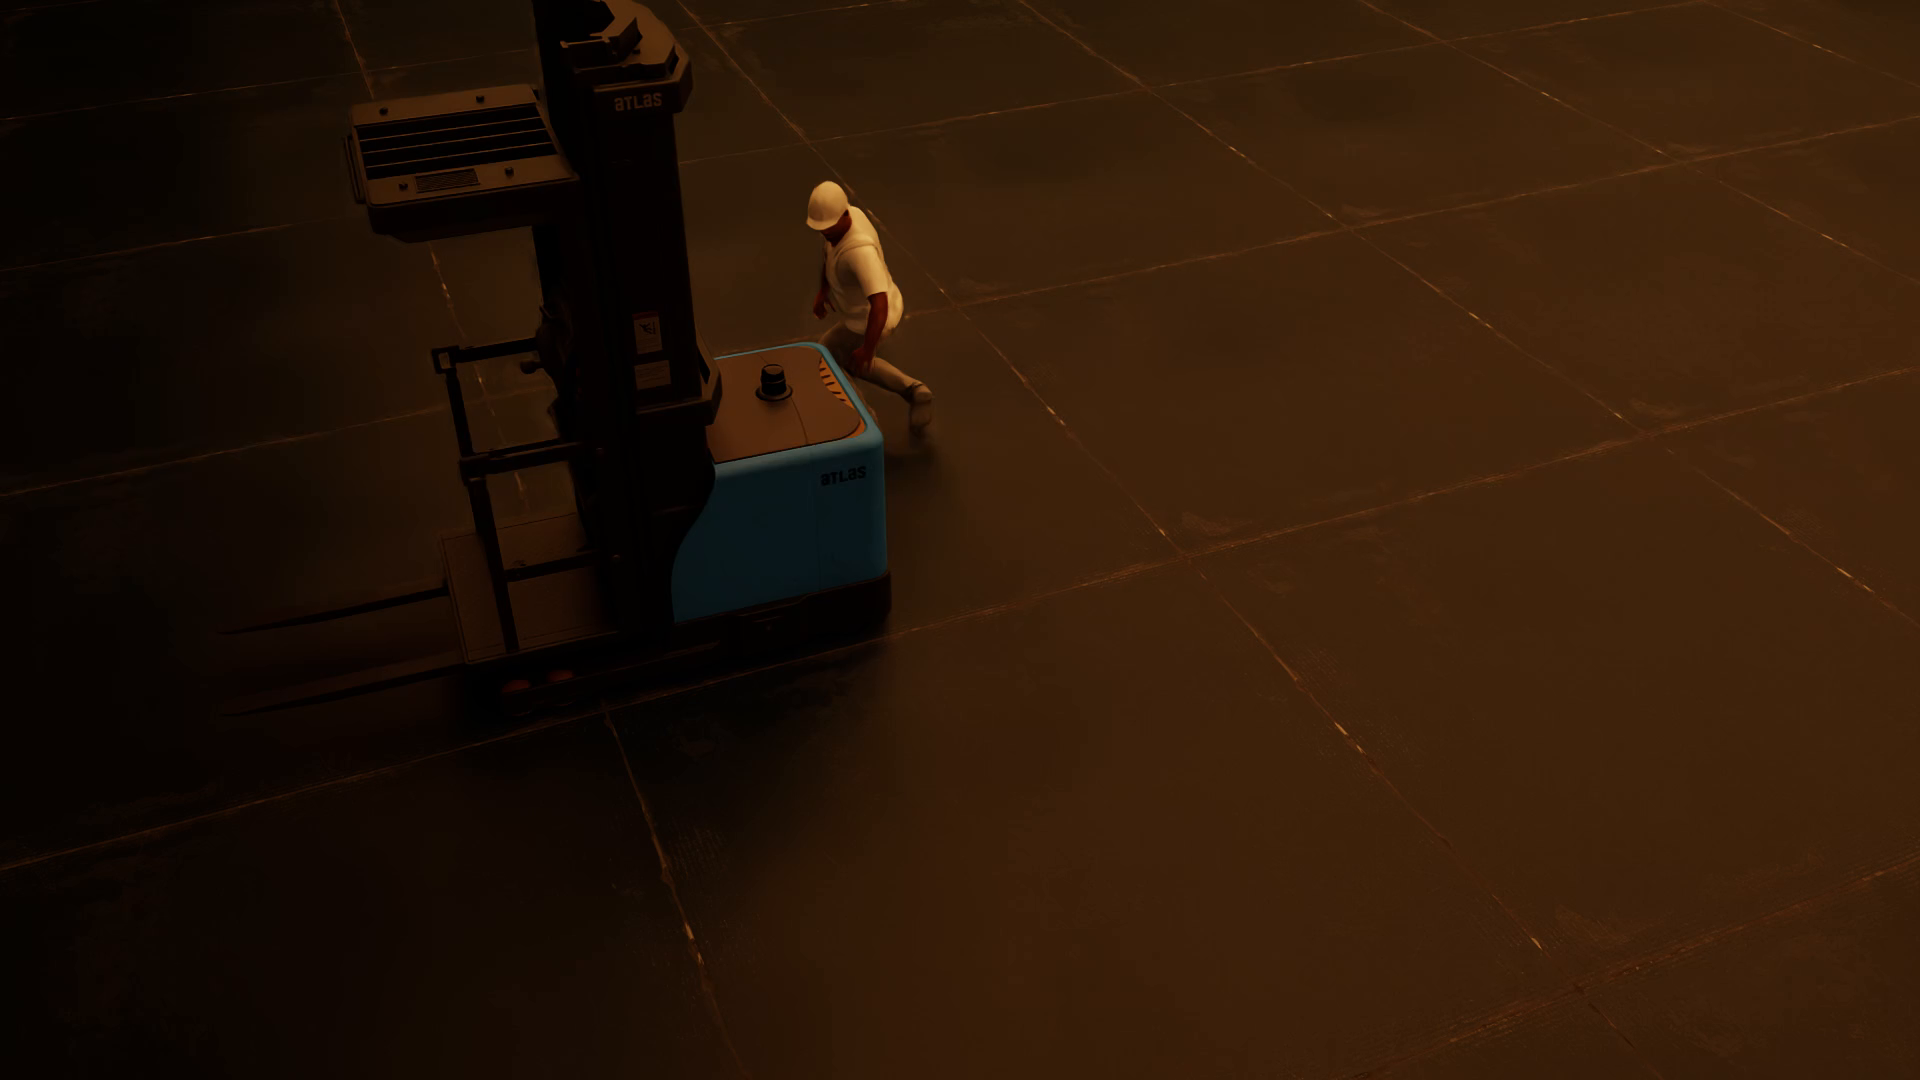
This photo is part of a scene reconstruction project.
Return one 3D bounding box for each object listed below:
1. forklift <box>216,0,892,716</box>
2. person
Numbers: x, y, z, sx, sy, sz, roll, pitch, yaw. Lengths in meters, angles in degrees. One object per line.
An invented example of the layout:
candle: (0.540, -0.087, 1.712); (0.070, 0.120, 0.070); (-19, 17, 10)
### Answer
forklift: (-1.902, -0.747, 7.149); (3.031, 2.935, 1.130); (-12, 37, -17)
person: (-0.514, -1.224, 9.041); (0.718, 1.546, 0.732); (6, 36, 8)
